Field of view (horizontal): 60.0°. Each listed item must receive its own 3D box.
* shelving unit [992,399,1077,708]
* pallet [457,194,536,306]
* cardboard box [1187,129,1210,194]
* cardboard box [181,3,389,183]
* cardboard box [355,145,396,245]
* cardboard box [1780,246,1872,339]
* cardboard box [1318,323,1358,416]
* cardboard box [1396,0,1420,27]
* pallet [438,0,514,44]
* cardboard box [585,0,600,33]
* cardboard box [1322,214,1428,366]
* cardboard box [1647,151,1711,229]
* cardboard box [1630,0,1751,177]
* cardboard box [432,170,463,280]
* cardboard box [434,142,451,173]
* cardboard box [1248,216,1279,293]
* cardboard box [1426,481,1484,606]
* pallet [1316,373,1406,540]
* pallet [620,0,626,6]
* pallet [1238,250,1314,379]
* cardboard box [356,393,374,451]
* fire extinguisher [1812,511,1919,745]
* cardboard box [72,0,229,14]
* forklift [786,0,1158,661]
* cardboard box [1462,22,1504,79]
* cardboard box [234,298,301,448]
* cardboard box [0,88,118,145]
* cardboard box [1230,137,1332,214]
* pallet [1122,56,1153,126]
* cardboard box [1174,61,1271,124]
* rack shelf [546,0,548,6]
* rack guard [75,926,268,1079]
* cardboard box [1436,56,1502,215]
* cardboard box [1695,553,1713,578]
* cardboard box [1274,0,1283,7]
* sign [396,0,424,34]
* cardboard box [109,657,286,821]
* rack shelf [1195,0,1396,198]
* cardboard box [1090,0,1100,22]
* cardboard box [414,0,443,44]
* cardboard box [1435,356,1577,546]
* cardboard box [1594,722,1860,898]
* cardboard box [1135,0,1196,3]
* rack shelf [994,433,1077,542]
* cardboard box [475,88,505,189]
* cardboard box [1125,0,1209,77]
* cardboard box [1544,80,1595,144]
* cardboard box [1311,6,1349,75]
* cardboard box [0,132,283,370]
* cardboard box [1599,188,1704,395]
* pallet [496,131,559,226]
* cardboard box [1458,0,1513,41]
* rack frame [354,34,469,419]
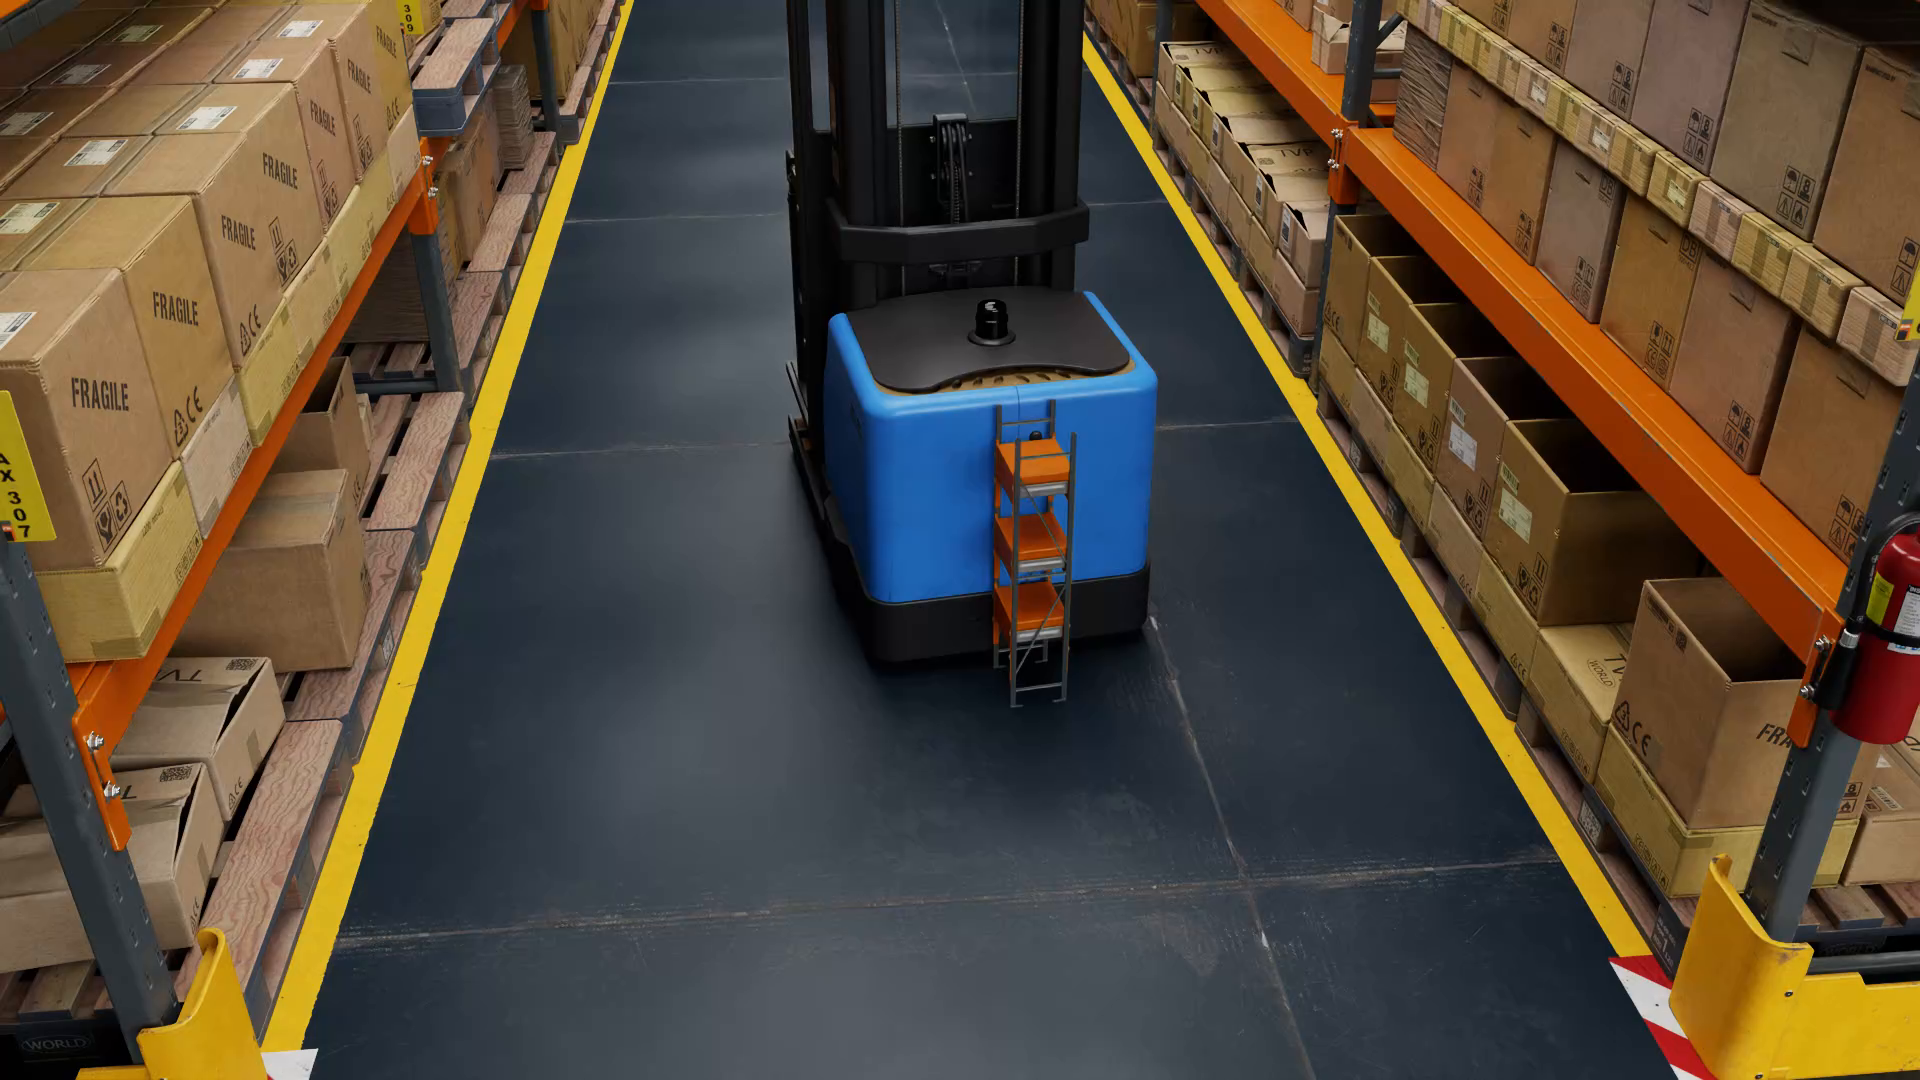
[{"bbox_3d":[0.245,0.060,5.626,0.215,1.050,0.252,-7,32,-11],"label":"shelving unit"},{"bbox_3d":[-2.948,-1.607,9.235,1.003,0.211,1.213,-3,31,-5],"label":"pallet"},{"bbox_3d":[1.660,-2.261,9.882,0.500,0.250,0.500,-4,31,-6],"label":"cardboard box"},{"bbox_3d":[-2.352,-1.568,5.845,0.500,0.500,0.500,-3,31,-5],"label":"cardboard box"},{"bbox_3d":[-2.372,-1.245,6.036,0.500,0.250,0.500,-3,31,-4],"label":"cardboard box"},{"bbox_3d":[2.298,-0.621,4.134,0.380,0.149,0.250,-2,31,-3],"label":"cardboard box"},{"bbox_3d":[1.917,-0.771,7.387,0.500,0.250,0.500,-3,31,-5],"label":"cardboard box"},{"bbox_3d":[2.007,-2.197,6.773,0.380,0.149,0.250,-3,31,-5],"label":"cardboard box"},{"bbox_3d":[-2.905,-2.734,8.589,1.003,0.211,1.213,-3,31,-5],"label":"pallet"},{"bbox_3d":[-3.228,-4.345,12.787,0.750,0.750,0.750,-2,31,-3],"label":"cardboard box"},{"bbox_3d":[1.907,-1.092,7.194,0.500,0.500,0.500,-3,31,-5],"label":"cardboard box"},{"bbox_3d":[2.227,-1.014,4.792,0.380,0.149,0.250,-2,31,-3],"label":"cardboard box"},{"bbox_3d":[2.411,-1.371,4.758,0.700,0.500,0.500,-3,31,-4],"label":"cardboard box"},{"bbox_3d":[-2.940,-1.535,8.403,0.700,0.500,0.500,-3,31,-6],"label":"cardboard box"},{"bbox_3d":[-2.939,-2.086,8.594,0.500,0.250,0.500,-4,31,-6],"label":"cardboard box"},{"bbox_3d":[1.802,-1.478,8.571,0.500,0.250,0.500,-3,31,-5],"label":"cardboard box"},{"bbox_3d":[2.052,-0.005,6.104,0.500,0.250,0.500,-3,31,-5],"label":"cardboard box"},{"bbox_3d":[2.208,-0.417,7.242,1.003,0.211,1.213,-3,31,-5],"label":"pallet"},{"bbox_3d":[-3.497,-5.062,15.019,1.003,0.211,1.213,-3,31,-5],"label":"pallet"},{"bbox_3d":[2.067,-1.199,8.552,1.003,0.211,1.213,-3,31,-5],"label":"pallet"},{"bbox_3d":[-2.677,-0.484,6.969,0.380,0.166,0.250,-7,32,-11],"label":"cardboard box"},{"bbox_3d":[2.097,0.136,3.673,0.296,0.674,0.183,-3,31,-5],"label":"fire extinguisher"},{"bbox_3d":[-2.921,-1.799,6.232,0.500,0.500,0.500,-3,31,-6],"label":"cardboard box"},{"bbox_3d":[-0.140,-1.572,6.523,1.130,2.935,3.031,-7,32,-11],"label":"forklift"},{"bbox_3d":[2.083,-1.803,6.114,0.380,0.149,0.250,-3,31,-5],"label":"cardboard box"},{"bbox_3d":[-2.217,-0.474,4.745,0.500,0.250,0.500,-3,31,-5],"label":"cardboard box"},{"bbox_3d":[-2.775,-1.016,4.921,0.500,0.500,0.500,-2,31,-4],"label":"cardboard box"},{"bbox_3d":[1.753,-1.976,8.858,0.500,0.311,0.500,-3,31,-5],"label":"cardboard box"},{"bbox_3d":[1.769,-3.250,11.986,1.003,0.211,1.213,-3,31,-5],"label":"pallet"},{"bbox_3d":[1.615,-2.756,10.163,0.500,0.311,0.500,-3,31,-6],"label":"cardboard box"},{"bbox_3d":[-3.317,-4.537,12.123,1.077,0.370,4.000,-3,31,-5],"label":"rack shelf"},{"bbox_3d":[-2.390,1.294,4.097,1.175,0.500,0.348,-3,31,-5],"label":"rack guard"},{"bbox_3d":[2.279,-1.570,6.356,0.700,0.500,0.500,-3,31,-5],"label":"cardboard box"},{"bbox_3d":[2.612,-0.096,5.526,0.500,0.500,0.500,-3,31,-5],"label":"cardboard box"},{"bbox_3d":[1.974,-3.251,9.171,0.500,0.500,0.500,-4,31,-7],"label":"cardboard box"},{"bbox_3d":[-2.217,-2.184,6.638,0.100,0.325,0.005,-3,31,-5],"label":"sign"},{"bbox_3d":[-2.411,0.576,5.053,0.500,0.311,0.500,0,31,0],"label":"cardboard box"},{"bbox_3d":[1.988,-2.734,9.104,1.077,0.370,4.000,-3,31,-5],"label":"rack shelf"},{"bbox_3d":[1.330,-4.436,13.261,0.500,0.500,0.500,-2,31,-4],"label":"cardboard box"},{"bbox_3d":[-2.815,-2.562,7.587,0.700,0.500,0.500,0,31,1],"label":"cardboard box"},{"bbox_3d":[2.049,-0.326,5.912,0.500,0.500,0.500,-3,31,-5],"label":"cardboard box"},{"bbox_3d":[2.205,0.761,4.823,0.500,0.250,0.500,-3,31,-5],"label":"cardboard box"},{"bbox_3d":[1.471,-3.997,11.794,0.500,0.250,0.500,-2,31,-3],"label":"cardboard box"},{"bbox_3d":[0.245,-0.175,5.486,0.215,0.259,0.240,-7,32,-11],"label":"rack shelf"},{"bbox_3d":[-3.079,-2.307,9.696,0.700,0.500,0.500,-3,31,-5],"label":"cardboard box"},{"bbox_3d":[1.480,-3.646,11.938,0.500,0.500,0.500,-2,31,-3],"label":"cardboard box"},{"bbox_3d":[2.156,-1.406,5.449,0.380,0.149,0.250,-3,31,-5],"label":"cardboard box"},{"bbox_3d":[1.910,-2.405,7.982,0.396,0.266,0.258,-3,31,-6],"label":"cardboard box"},{"bbox_3d":[-2.206,-0.782,4.529,0.500,0.500,0.500,-4,31,-6],"label":"cardboard box"},{"bbox_3d":[2.423,-0.783,5.039,0.700,0.500,0.500,-3,31,-4],"label":"cardboard box"},{"bbox_3d":[-3.059,-2.229,10.276,1.003,0.211,1.213,-3,31,-5],"label":"pallet"},{"bbox_3d":[2.271,-2.138,6.041,0.700,0.500,0.500,-3,31,-5],"label":"cardboard box"},{"bbox_3d":[-2.757,-1.783,6.810,1.000,3.000,0.127,-3,31,-5],"label":"rack frame"}]
